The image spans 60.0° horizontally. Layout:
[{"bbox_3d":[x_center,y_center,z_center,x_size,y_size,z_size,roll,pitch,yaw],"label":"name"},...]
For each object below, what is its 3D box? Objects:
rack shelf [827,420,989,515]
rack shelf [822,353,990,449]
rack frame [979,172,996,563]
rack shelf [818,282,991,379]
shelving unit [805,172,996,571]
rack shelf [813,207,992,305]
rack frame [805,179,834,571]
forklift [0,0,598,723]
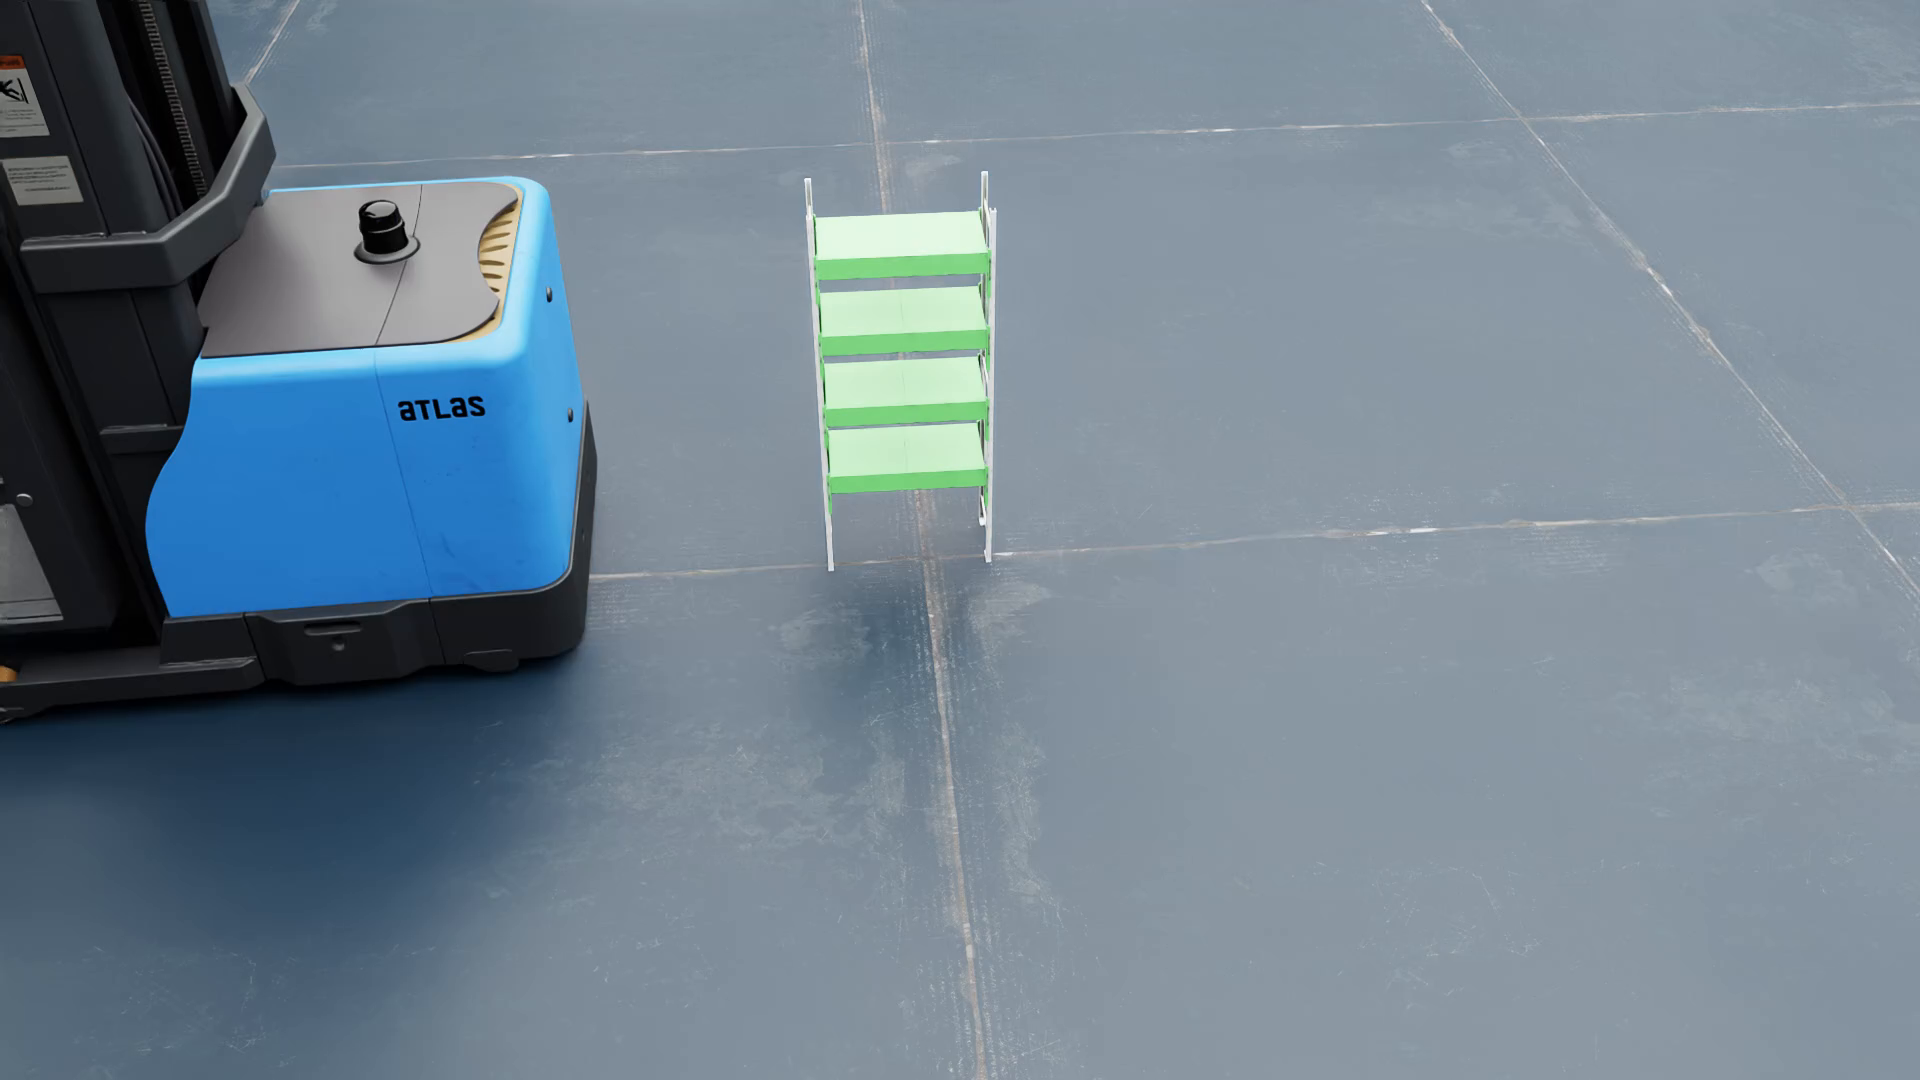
[{"bbox_3d":[-0.165,-0.223,5.055,0.480,0.148,0.258,-3,38,-4],"label":"rack shelf"},{"bbox_3d":[-0.165,-0.412,4.906,0.480,0.148,0.258,-3,38,-4],"label":"rack shelf"},{"bbox_3d":[0.078,-0.475,4.884,0.015,1.200,0.240,-3,38,-4],"label":"rack frame"},{"bbox_3d":[-0.165,-0.600,4.758,0.480,0.148,0.258,-3,38,-4],"label":"rack shelf"},{"bbox_3d":[-0.165,-0.462,4.867,0.503,1.200,0.258,-3,38,-4],"label":"shelving unit"},{"bbox_3d":[-0.165,-0.789,4.609,0.480,0.148,0.258,-3,38,-4],"label":"rack shelf"},{"bbox_3d":[-0.408,-0.449,4.850,0.015,1.200,0.240,-3,38,-4],"label":"rack frame"},{"bbox_3d":[-2.640,-0.976,4.120,3.031,2.935,1.130,-4,38,-6],"label":"forklift"}]
